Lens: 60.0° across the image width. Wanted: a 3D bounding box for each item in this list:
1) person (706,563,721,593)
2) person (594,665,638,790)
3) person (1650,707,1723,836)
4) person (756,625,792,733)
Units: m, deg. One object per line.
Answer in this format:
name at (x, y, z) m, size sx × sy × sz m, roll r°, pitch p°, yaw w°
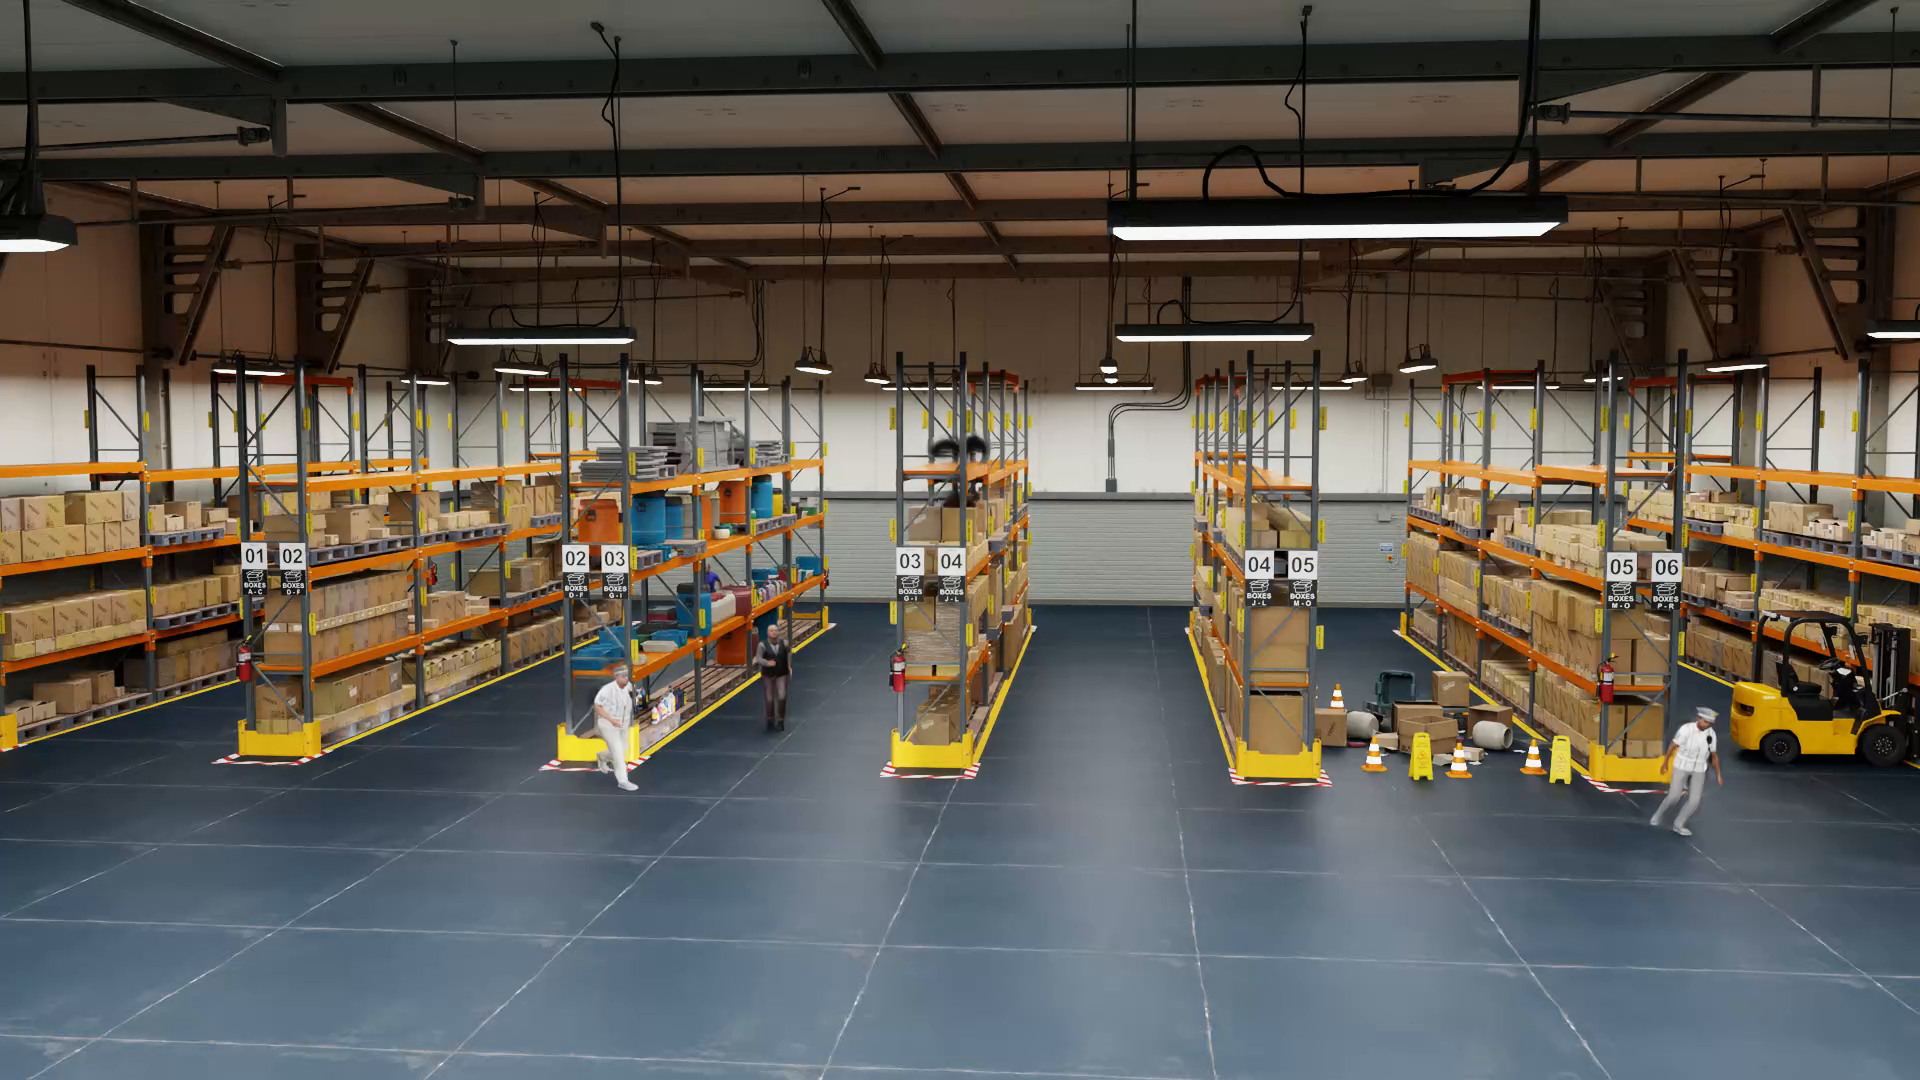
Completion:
person at (-6.133, 1.336, 40.726) m, size 0.594 × 1.555 × 0.847 m, roll 0°, pitch 4°, yaw -2°
person at (-4.784, 2.540, 22.749) m, size 0.818 × 1.732 × 0.653 m, roll 4°, pitch 5°, yaw 42°
person at (8.777, 2.779, 20.061) m, size 0.717 × 1.583 × 0.617 m, roll 0°, pitch 4°, yaw 1°
person at (-3.001, 2.240, 26.892) m, size 0.609 × 1.750 × 0.812 m, roll -1°, pitch 4°, yaw -10°
